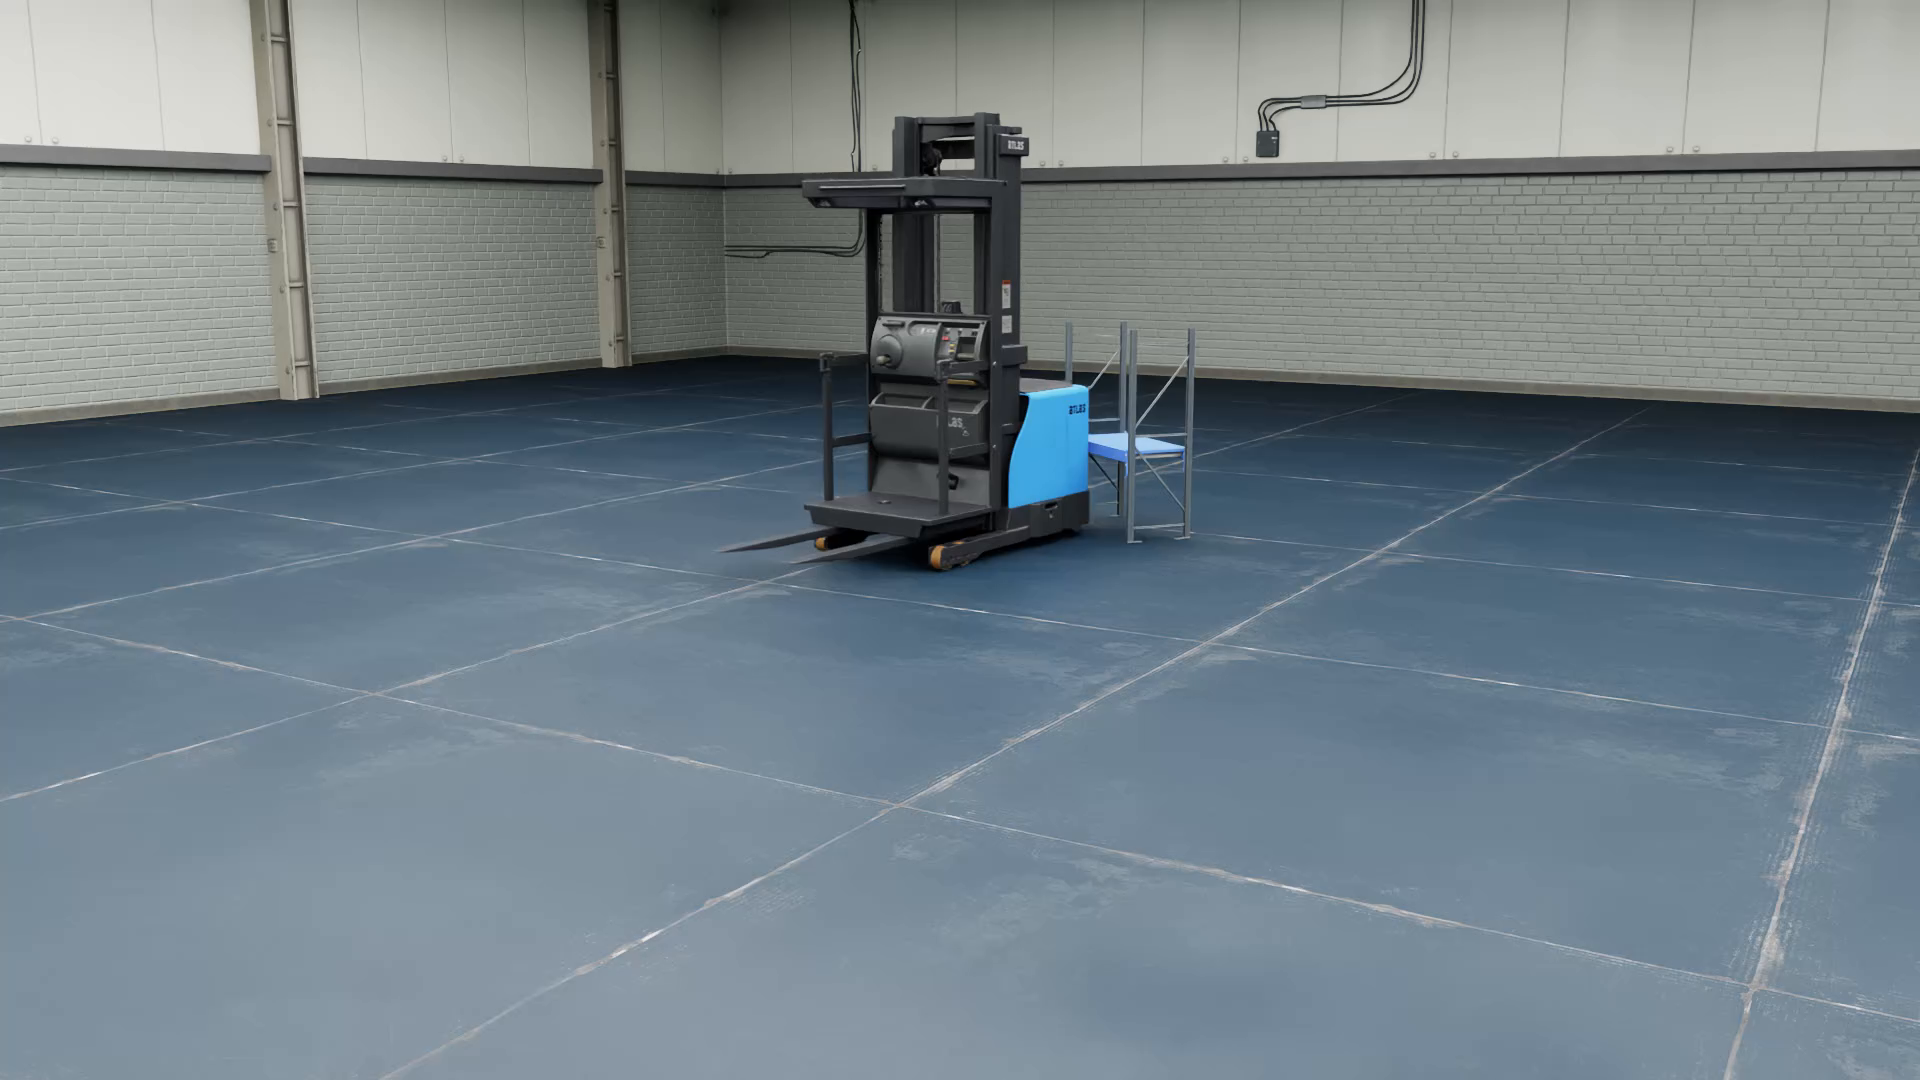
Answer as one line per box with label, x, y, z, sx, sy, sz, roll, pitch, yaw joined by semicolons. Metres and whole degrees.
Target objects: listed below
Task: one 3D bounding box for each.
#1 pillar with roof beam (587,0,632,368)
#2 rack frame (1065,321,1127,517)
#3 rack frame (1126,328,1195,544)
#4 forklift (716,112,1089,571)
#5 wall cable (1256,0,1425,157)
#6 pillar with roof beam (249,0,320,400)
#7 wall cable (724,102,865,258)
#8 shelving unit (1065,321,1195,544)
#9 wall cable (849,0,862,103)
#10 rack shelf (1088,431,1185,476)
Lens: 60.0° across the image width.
pillar with roof beam;-1.859;-6.812;23.799;9.100;9.000;0.400;6;12;31
rack frame;1.027;-0.905;12.628;0.500;1.500;0.032;-4;11;-22
rack frame;1.412;-0.732;11.703;0.500;1.500;0.032;-4;11;-22
forklift;-0.342;-1.341;11.066;1.130;2.935;3.031;8;13;36
wall cable;5.226;-8.322;22.625;2.305;6.003;0.169;6;12;31
pillar with roof beam;-4.974;-5.868;18.758;9.100;9.000;0.400;6;12;31
wall cable;-2.879;-6.034;28.082;3.097;2.526;0.112;6;12;31
shelving unit;1.219;-0.819;12.165;0.538;1.500;1.048;-4;11;-22
wall cable;-0.567;-8.258;26.236;3.097;2.526;0.112;6;12;31
rack shelf;1.219;-0.642;12.198;0.538;0.185;1.000;-4;11;-22
